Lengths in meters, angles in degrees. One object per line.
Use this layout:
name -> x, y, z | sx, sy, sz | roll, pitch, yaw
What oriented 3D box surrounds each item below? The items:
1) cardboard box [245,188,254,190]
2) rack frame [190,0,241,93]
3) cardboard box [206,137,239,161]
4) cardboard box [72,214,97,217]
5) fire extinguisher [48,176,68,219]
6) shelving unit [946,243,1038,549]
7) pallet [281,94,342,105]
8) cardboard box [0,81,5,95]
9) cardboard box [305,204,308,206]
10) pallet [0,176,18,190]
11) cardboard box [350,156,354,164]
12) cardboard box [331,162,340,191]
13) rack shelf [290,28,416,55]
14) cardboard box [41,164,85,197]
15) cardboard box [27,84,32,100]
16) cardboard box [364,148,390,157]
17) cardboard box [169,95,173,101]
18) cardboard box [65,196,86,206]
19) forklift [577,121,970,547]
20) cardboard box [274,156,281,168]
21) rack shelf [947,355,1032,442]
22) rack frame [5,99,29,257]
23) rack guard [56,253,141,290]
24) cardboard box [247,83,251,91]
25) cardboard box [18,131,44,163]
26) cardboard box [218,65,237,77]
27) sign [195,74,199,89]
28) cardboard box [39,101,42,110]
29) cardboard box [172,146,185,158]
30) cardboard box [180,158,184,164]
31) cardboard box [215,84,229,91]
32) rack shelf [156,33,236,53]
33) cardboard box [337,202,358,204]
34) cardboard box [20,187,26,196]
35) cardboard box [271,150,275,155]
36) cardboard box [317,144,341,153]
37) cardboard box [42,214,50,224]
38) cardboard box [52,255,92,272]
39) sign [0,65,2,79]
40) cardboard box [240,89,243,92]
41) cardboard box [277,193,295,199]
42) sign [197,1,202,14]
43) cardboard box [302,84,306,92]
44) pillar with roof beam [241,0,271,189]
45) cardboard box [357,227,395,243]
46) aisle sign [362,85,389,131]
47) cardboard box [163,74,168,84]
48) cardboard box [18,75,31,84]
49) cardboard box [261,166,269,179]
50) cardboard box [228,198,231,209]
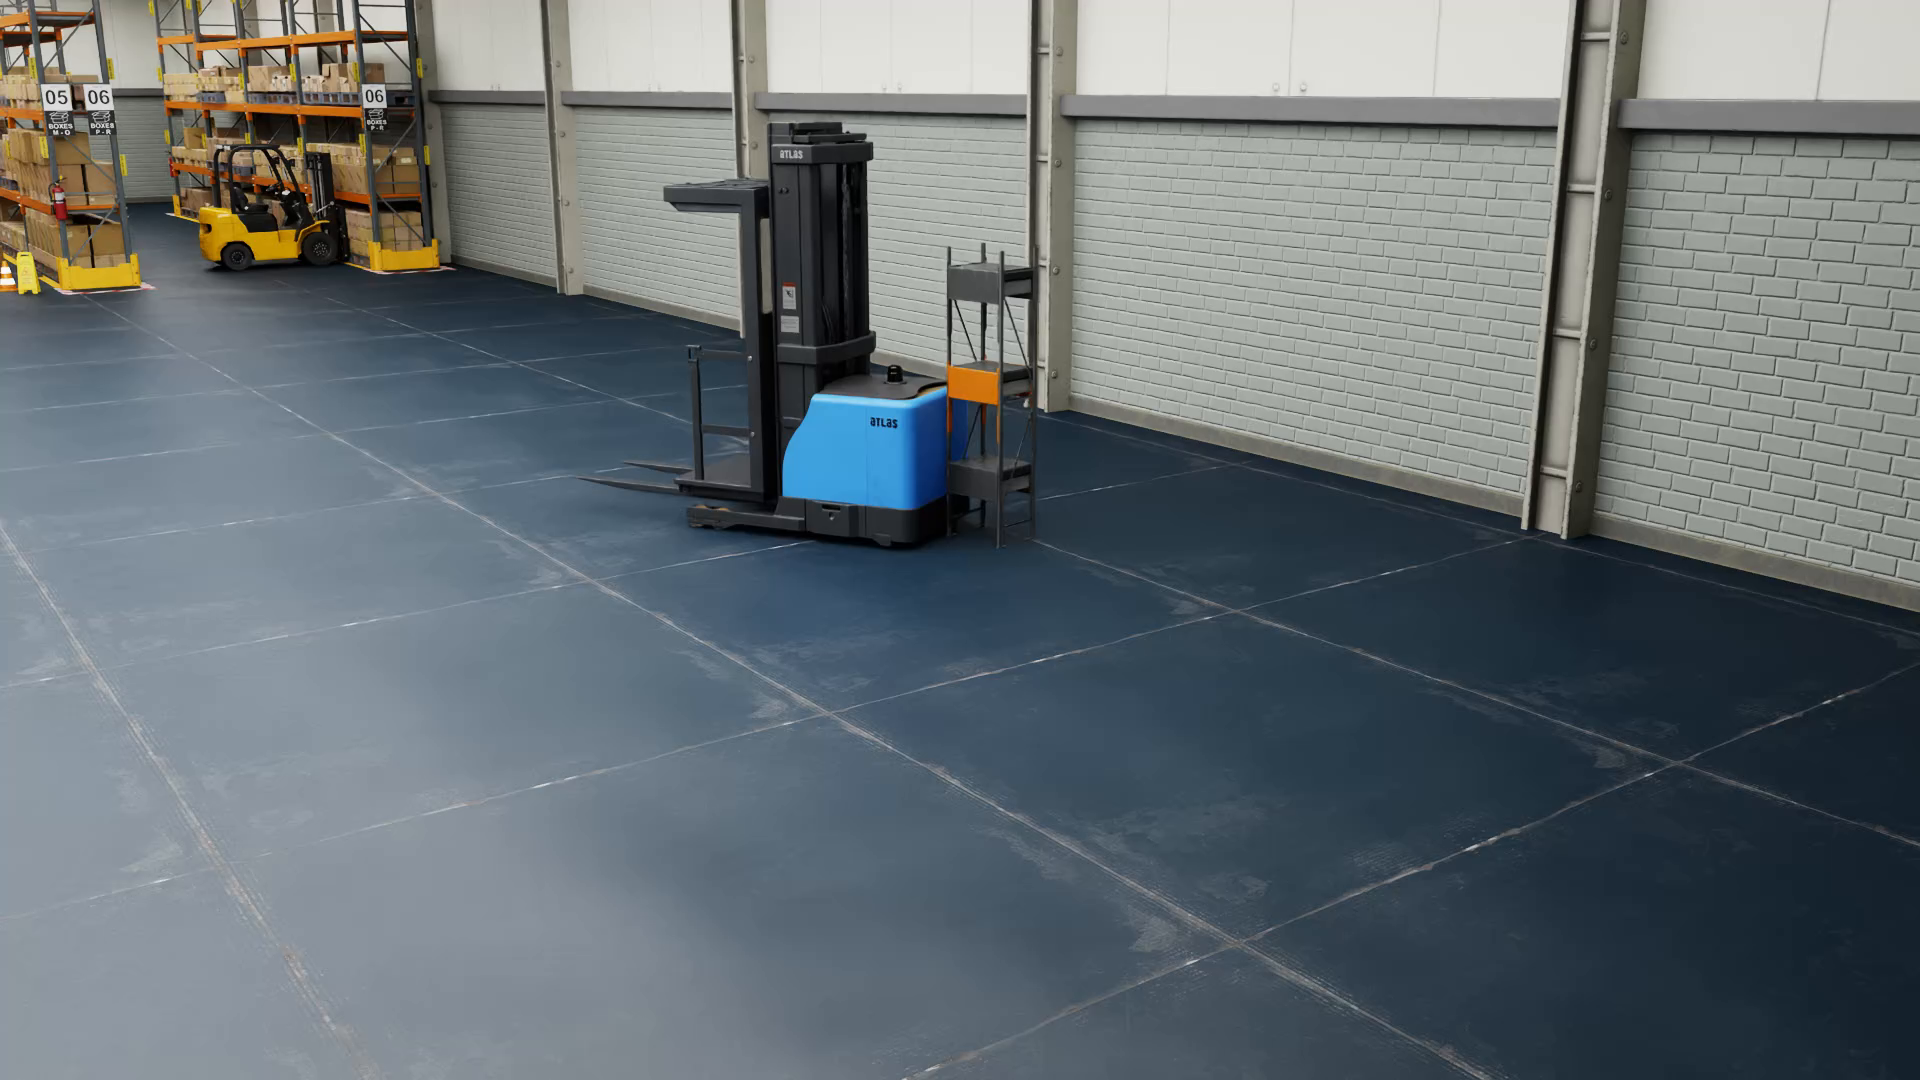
cardboard box -> -16.458, -8.135, 38.829 | 0.380, 0.149, 0.250 | -11, 19, -35
rack frame -> -17.067, -11.809, 38.174 | 1.000, 3.000, 0.127 | -11, 19, -35
cardboard box -> -16.964, -9.028, 38.393 | 0.700, 0.500, 0.500 | -10, 18, -33
cardboard box -> -15.511, -5.480, 29.410 | 0.500, 0.500, 0.500 | -10, 18, -34
fire extinguisher -> -14.330, -5.448, 26.446 | 0.296, 0.674, 0.183 | -11, 19, -35
shelving unit -> 0.225, -1.029, 11.859 | 0.503, 2.100, 0.431 | 13, 20, 40
pallet -> -12.892, -8.748, 33.035 | 0.805, 0.209, 1.217 | -12, 19, -37
cardboard box -> -17.130, -8.223, 30.246 | 0.500, 0.250, 0.500 | -11, 19, -34
cardboard box -> -13.129, -6.540, 33.993 | 0.875, 0.625, 0.625 | -11, 19, -35
pallet -> -17.531, -6.781, 31.532 | 1.003, 0.211, 1.213 | -11, 19, -35
cardboard box -> -10.856, -6.914, 30.236 | 0.380, 0.149, 0.250 | -11, 19, -35
cardboard box -> -11.417, -6.792, 31.021 | 0.500, 0.500, 0.500 | -11, 19, -34
rack shelf -> -11.187, -9.133, 30.520 | 1.077, 0.370, 4.000 | -11, 19, -35
cardboard box -> -14.566, -5.846, 27.001 | 0.500, 0.500, 0.500 | -11, 19, -36
cardboard box -> -14.827, -7.276, 27.018 | 0.500, 0.250, 0.500 | -11, 19, -35
cardboard box -> -10.393, -6.901, 29.626 | 0.380, 0.149, 0.250 | -11, 19, -34
cardboard box -> -19.420, -10.991, 41.344 | 0.380, 0.149, 0.250 | -10, 18, -33
cardboard box -> -14.417, -5.507, 26.990 | 0.380, 0.149, 0.250 | -10, 18, -33
forklift -> -1.488, -1.605, 12.389 | 3.031, 2.935, 1.130 | 7, 17, 23
cardboard box -> -13.745, -7.770, 34.120 | 0.500, 0.250, 0.500 | -11, 19, -34
rack shelf -> 0.225, -1.016, 11.862 | 0.480, 0.518, 0.431 | 13, 20, 40
rack frame -> -16.376, -6.435, 29.907 | 1.000, 3.000, 0.127 | -11, 19, -35
rack guard -> -14.069, -4.392, 27.175 | 1.175, 0.500, 0.348 | -11, 19, -35
cardboard box -> -14.756, -9.524, 34.967 | 0.380, 0.166, 0.250 | -11, 19, -35
cardboard box -> -15.176, -6.533, 27.615 | 0.700, 0.500, 0.500 | -11, 19, -35
cardboard box -> -16.832, -10.780, 38.241 | 0.396, 0.266, 0.258 | -11, 19, -35
sign -> -17.502, -10.525, 38.188 | 0.100, 0.325, 0.005 | -11, 19, -35
cardboard box -> -14.460, -6.940, 26.543 | 0.380, 0.149, 0.250 | -11, 19, -34
cardboard box -> -19.370, -9.701, 41.561 | 0.500, 0.250, 0.500 | -11, 19, -34
cardboard box -> -19.261, -9.488, 41.536 | 0.380, 0.149, 0.250 | -10, 18, -33
cardboard box -> -16.289, -10.042, 36.891 | 0.380, 0.149, 0.250 | -10, 18, -33
rack shelf -> -18.243, -11.887, 39.830 | 1.077, 0.370, 4.000 | -11, 19, -35
cardboard box -> -11.918, -6.490, 32.626 | 0.500, 0.250, 0.500 | -10, 18, -33
cardboard box -> -16.450, -6.197, 29.512 | 0.380, 0.149, 0.250 | -11, 19, -35
cardboard box -> -13.999, -8.034, 34.330 | 0.380, 0.149, 0.250 | -10, 18, -33
cardboard box -> -11.964, -7.431, 31.564 | 0.380, 0.149, 0.250 | -10, 18, -33
cardboard box -> -15.122, -5.385, 27.832 | 0.380, 0.149, 0.250 | -10, 18, -34
cardboard box -> -14.731, -4.594, 27.590 | 0.500, 0.250, 0.500 | -11, 19, -35
sign -> -16.823, -8.235, 29.073 | 0.100, 0.325, 0.005 | -11, 19, -35
cardboard box -> -15.255, -9.724, 35.770 | 0.380, 0.149, 0.250 | -11, 19, -36
cardboard box -> -14.904, -7.591, 36.840 | 0.380, 0.149, 0.250 | -10, 18, -33
sign -> -18.958, -13.271, 41.450 | 0.100, 0.325, 0.005 | -11, 19, -35
cardboard box -> -12.345, -8.640, 31.771 | 0.380, 0.149, 0.250 | -10, 18, -33
pillar with roof beam -> -20.230, -11.429, 36.787 | 9.100, 9.000, 0.400 | -11, 19, -35
cardboard box -> -10.550, -5.525, 30.048 | 0.500, 0.250, 0.500 | -11, 19, -35
aisle sign -> -10.210, -7.547, 29.043 | 0.394, 0.787, 0.004 | -11, 19, -35
cardboard box -> -19.361, -11.394, 41.117 | 0.500, 0.250, 0.500 | -11, 19, -35
cardboard box -> -15.391, -7.640, 27.592 | 0.380, 0.149, 0.250 | -10, 18, -33
cardboard box -> -14.360, -7.748, 34.985 | 0.500, 0.250, 0.500 | -11, 19, -36
cardboard box -> -16.354, -7.554, 37.934 | 0.500, 0.500, 0.500 | -12, 19, -36
